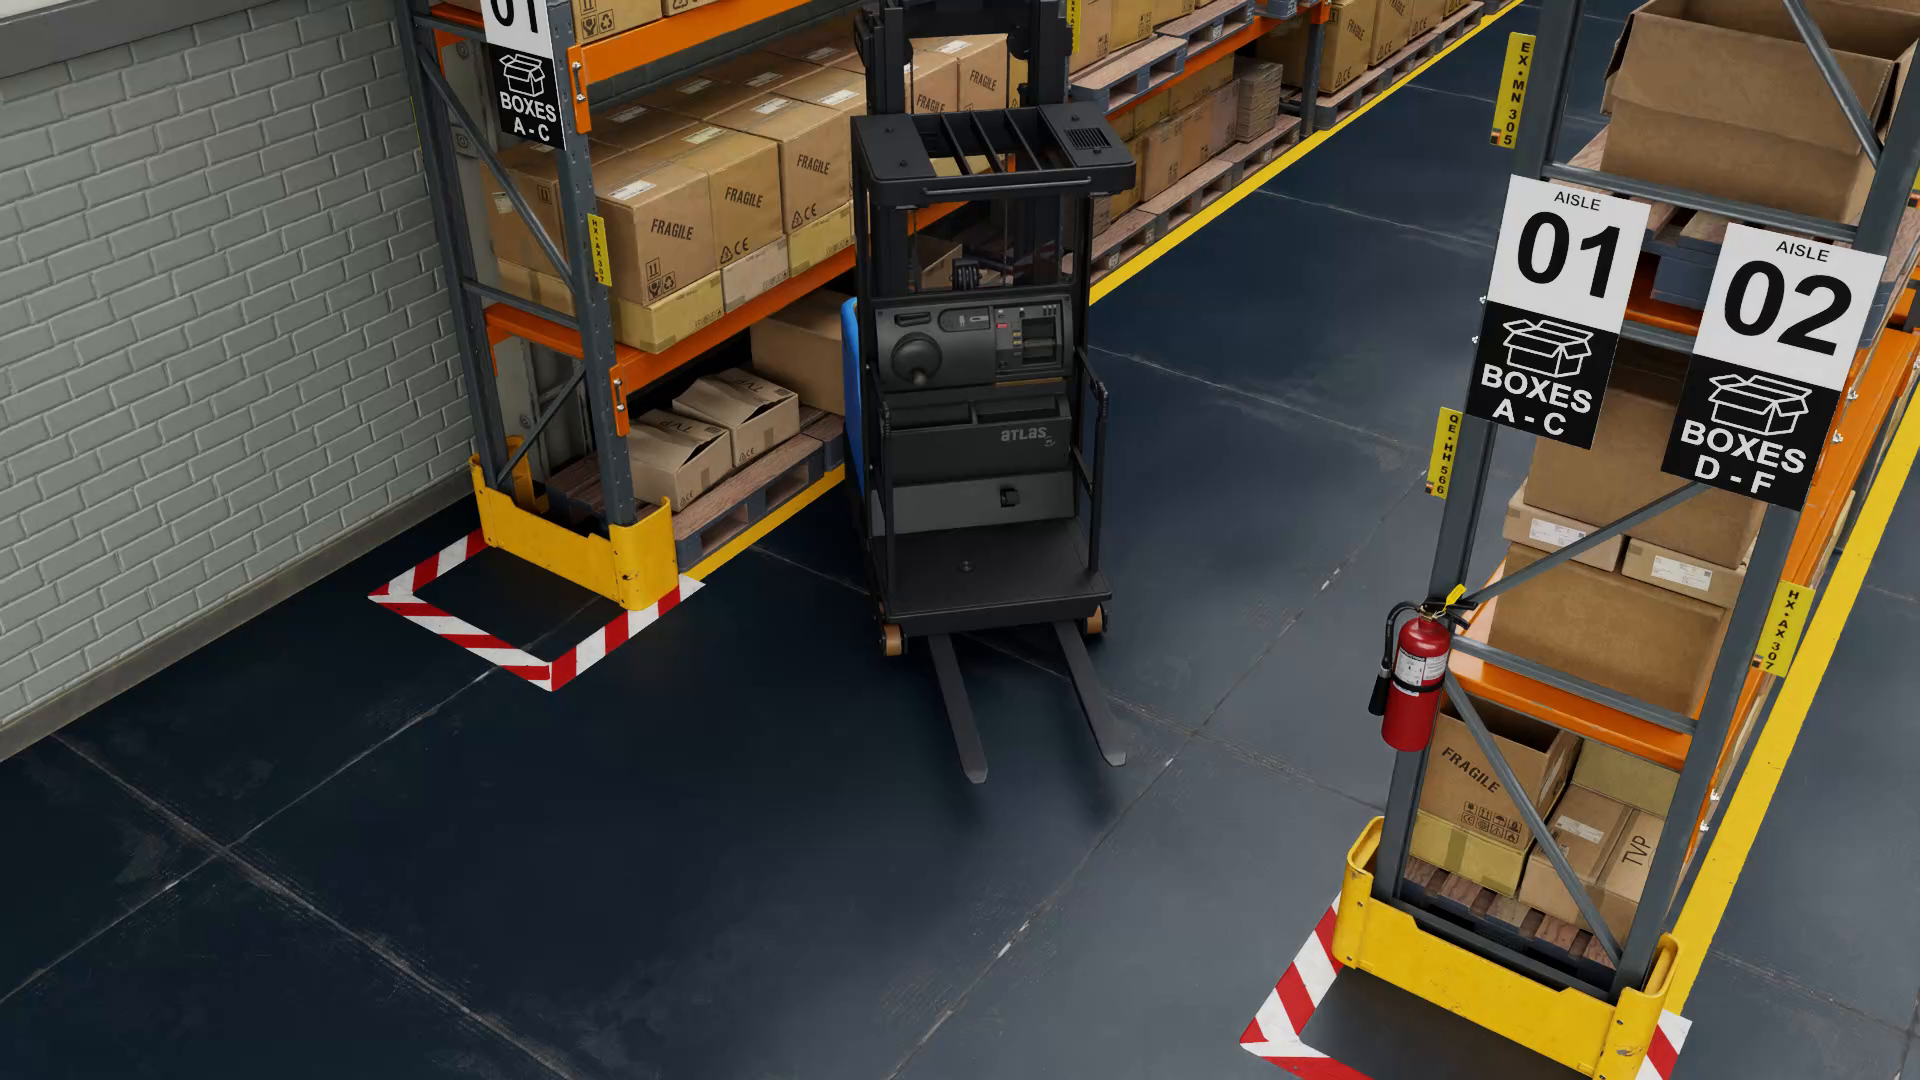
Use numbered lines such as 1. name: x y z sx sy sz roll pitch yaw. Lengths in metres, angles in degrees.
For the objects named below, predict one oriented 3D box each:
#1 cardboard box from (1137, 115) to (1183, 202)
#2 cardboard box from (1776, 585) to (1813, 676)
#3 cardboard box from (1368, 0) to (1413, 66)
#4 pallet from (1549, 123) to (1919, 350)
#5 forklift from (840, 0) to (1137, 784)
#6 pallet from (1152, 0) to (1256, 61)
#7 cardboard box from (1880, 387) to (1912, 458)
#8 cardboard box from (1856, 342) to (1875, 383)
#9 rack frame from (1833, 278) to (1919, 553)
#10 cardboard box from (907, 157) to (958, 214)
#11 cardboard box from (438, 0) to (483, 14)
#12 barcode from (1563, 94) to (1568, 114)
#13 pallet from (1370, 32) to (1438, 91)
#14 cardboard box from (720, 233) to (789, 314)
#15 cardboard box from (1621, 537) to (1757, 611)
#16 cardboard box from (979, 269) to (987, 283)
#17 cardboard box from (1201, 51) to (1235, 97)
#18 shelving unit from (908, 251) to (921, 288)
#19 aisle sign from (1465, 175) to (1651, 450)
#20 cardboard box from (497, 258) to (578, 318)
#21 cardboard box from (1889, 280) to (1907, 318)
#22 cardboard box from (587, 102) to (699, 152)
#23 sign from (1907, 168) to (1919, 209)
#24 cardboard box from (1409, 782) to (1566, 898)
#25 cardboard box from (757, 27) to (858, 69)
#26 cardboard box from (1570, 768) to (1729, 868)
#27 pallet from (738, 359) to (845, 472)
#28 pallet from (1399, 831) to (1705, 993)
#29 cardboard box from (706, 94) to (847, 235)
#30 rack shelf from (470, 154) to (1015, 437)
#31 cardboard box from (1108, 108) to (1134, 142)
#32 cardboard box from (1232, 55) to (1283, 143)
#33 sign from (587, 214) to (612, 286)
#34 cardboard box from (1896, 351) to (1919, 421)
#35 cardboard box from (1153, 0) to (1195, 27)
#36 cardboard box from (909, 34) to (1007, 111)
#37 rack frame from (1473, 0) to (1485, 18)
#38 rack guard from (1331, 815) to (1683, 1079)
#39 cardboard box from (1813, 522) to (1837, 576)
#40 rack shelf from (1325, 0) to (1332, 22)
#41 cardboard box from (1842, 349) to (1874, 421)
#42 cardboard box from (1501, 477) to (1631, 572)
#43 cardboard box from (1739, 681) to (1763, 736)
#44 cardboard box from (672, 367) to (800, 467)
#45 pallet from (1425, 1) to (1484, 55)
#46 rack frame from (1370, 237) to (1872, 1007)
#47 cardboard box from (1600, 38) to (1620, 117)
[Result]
1. cardboard box: 1.217 -2.908 12.386 0.700 0.500 0.500 22 40 29
2. cardboard box: 3.654 0.349 7.811 0.500 0.250 0.500 21 39 28
3. cardboard box: 3.546 -4.763 14.835 0.750 0.750 0.750 21 39 28
4. pallet: 2.449 -1.043 5.191 1.003 0.211 1.213 21 39 28
5. forklift: 0.110 -0.870 7.596 1.130 2.935 3.031 -6 34 -8
6. pallet: 1.419 -3.778 12.006 1.003 0.211 1.213 21 39 28
7. cardboard box: 5.032 -0.737 9.417 0.500 0.250 0.500 22 40 29
8. cardboard box: 3.452 -0.770 6.718 0.380 0.149 0.250 23 40 30
9. rack frame: 4.305 -1.361 8.260 1.000 3.000 0.127 21 39 28
10. cardboard box: -0.352 -2.109 9.483 0.500 0.250 0.500 21 39 28
11. cardboard box: -2.017 -2.665 7.405 0.500 0.500 0.500 24 41 31
12. barcode: 1.801 -1.296 4.968 0.001 0.075 0.075 21 39 28
13. pallet: 3.722 -4.525 15.428 1.003 0.211 1.213 21 39 28
14. cardboard box: -1.223 -1.413 8.454 0.500 0.250 0.500 20 39 27
15. cardboard box: 2.425 0.058 5.493 0.380 0.149 0.250 21 39 28
16. cardboard box: -0.047 -1.694 10.889 0.380 0.166 0.250 16 37 22
17. cardboard box: 1.770 -3.649 12.813 0.500 0.250 0.500 22 40 29
18. shelving unit: -0.345 -1.030 9.378 0.258 1.200 0.189 -6 35 -8
19. aisle sign: 1.746 -0.660 4.904 0.394 0.787 0.004 21 39 28
20. cardboard box: -1.940 -1.324 8.321 0.500 0.250 0.500 22 40 29
21. cardboard box: 3.888 -1.121 7.238 0.380 0.149 0.250 21 39 28
22. cardboard box: -1.658 -1.870 8.460 0.500 0.500 0.500 22 40 29
23. sign: 2.477 -0.977 4.164 0.100 0.325 0.005 21 39 28
24. cardboard box: 2.088 1.104 6.695 0.500 0.250 0.500 21 39 28
25. cardboard box: -0.792 -2.584 9.515 0.500 0.500 0.500 22 40 29
26. cardboard box: 2.795 1.038 6.792 0.500 0.250 0.500 21 39 28
27. pallet: -0.815 -0.902 10.071 1.003 0.211 1.213 21 39 28
28. pallet: 2.426 1.270 6.859 1.003 0.211 1.213 21 39 28
29. cardboard box: -0.938 -1.941 8.564 0.500 0.500 0.500 20 39 27
30. rack shelf: -0.907 -1.723 9.438 1.077 0.370 4.000 21 39 28
31. cardboard box: 0.888 -2.946 11.774 0.500 0.250 0.500 20 39 27
32. cardboard box: 2.147 -3.581 13.381 0.700 0.500 0.500 22 40 29
33. sign: -1.601 -1.286 7.376 0.100 0.325 0.005 21 39 28
34. cardboard box: 5.036 -0.967 9.257 0.500 0.311 0.500 21 39 28
35. cardboard box: 1.226 -3.956 11.616 0.700 0.500 0.500 27 43 34
36. cardboard box: -0.062 -2.650 9.613 0.500 0.500 0.500 21 39 28
37. rack frame: 4.795 -6.623 16.041 1.000 3.000 0.127 21 39 28
38. rack guard: 2.011 1.527 6.222 1.175 0.500 0.348 21 39 28
39. cardboard box: 3.926 -0.197 7.949 0.500 0.500 0.500 21 39 28
40. rack shelf: 3.655 -5.404 14.882 1.077 0.370 4.000 21 39 28
41. cardboard box: 3.762 -0.951 7.565 0.700 0.500 0.500 21 39 28
42. cardboard box: 2.086 -0.067 5.678 0.380 0.149 0.250 21 39 27
43. cardboard box: 3.071 0.494 6.928 0.500 0.500 0.500 21 39 28
44. cardboard box: -1.253 -0.721 9.321 0.500 0.311 0.500 25 41 32
45. pallet: 4.417 -5.088 16.262 1.003 0.211 1.213 21 39 28
46. rack frame: 2.025 0.480 5.538 1.000 3.000 0.127 21 39 28
47. cardboard box: 2.465 -1.546 5.491 0.500 0.250 0.500 21 39 28
